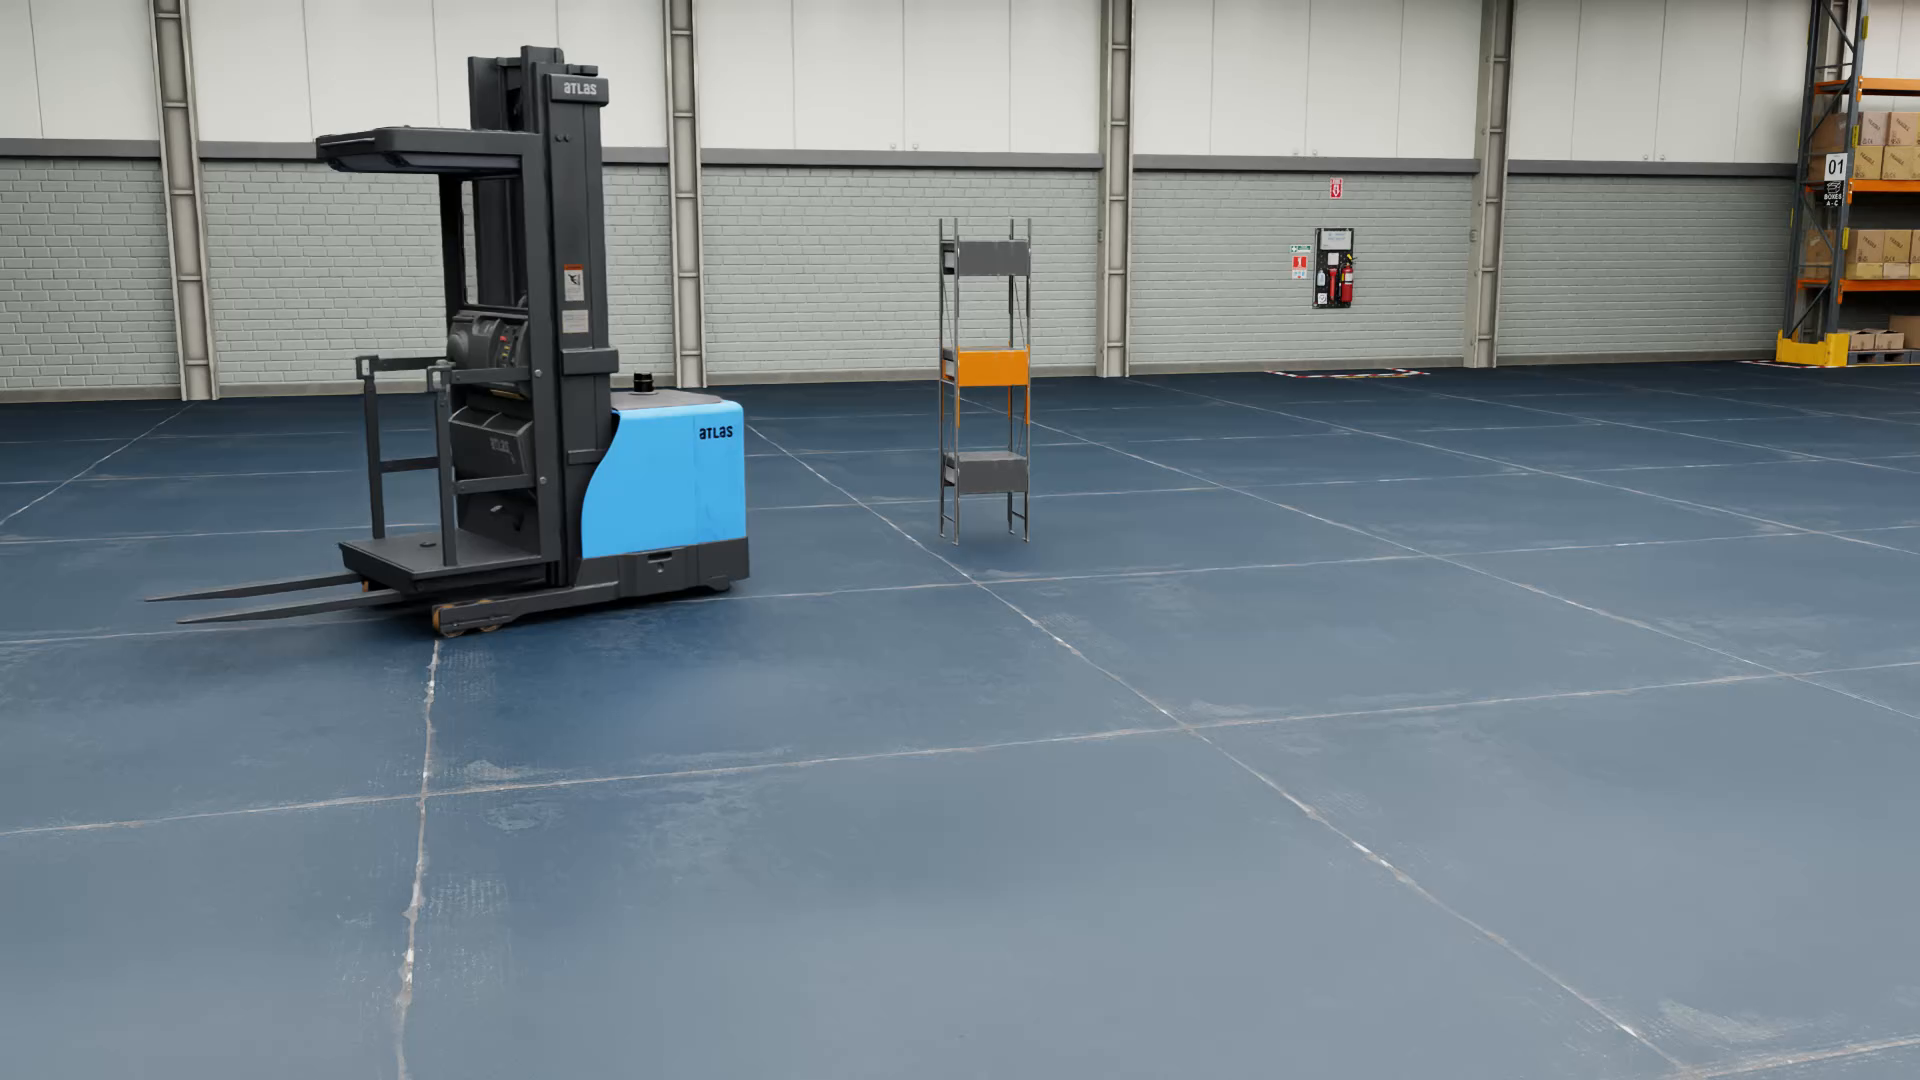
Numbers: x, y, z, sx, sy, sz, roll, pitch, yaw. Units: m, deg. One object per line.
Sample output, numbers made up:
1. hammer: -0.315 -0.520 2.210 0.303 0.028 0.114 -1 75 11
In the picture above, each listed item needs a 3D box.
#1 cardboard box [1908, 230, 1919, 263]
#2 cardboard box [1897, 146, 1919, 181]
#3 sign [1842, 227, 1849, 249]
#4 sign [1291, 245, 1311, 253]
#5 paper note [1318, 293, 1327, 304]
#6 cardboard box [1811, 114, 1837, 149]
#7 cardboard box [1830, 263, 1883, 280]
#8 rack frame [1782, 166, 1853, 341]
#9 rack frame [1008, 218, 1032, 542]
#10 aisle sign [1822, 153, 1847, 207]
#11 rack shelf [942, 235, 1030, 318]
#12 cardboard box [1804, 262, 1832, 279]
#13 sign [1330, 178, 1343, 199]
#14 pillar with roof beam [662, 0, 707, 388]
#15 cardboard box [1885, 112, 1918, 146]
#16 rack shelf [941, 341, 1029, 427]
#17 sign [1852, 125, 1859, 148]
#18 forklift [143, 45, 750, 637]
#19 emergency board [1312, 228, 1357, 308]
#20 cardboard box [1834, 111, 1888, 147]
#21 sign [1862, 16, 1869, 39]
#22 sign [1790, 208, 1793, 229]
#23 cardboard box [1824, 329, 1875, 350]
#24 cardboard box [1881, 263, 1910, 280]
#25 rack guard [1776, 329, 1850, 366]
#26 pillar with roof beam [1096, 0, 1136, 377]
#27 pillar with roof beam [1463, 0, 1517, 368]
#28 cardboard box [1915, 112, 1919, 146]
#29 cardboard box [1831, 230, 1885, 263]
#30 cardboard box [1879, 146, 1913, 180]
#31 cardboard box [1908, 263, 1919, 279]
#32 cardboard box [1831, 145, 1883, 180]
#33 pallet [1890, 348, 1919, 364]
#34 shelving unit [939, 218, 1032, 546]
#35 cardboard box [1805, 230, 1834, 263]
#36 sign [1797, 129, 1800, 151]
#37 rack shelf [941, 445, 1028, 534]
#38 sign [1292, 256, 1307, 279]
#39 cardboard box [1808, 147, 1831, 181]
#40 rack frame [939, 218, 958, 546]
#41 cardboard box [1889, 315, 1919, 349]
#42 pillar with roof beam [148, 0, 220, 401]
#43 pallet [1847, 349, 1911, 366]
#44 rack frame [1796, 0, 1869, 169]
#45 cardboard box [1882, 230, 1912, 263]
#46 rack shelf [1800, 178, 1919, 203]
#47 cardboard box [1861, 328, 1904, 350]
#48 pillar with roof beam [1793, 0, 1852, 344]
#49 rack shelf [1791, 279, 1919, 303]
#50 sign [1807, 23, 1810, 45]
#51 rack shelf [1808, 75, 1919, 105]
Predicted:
1. cardboard box: 14.785 -4.565 25.846 0.500 0.500 0.500 -3 11 -18
2. cardboard box: 14.682 -5.796 25.626 0.500 0.500 0.500 -2 11 -13
3. sign: 13.420 -4.571 25.202 0.005 0.325 0.100 -3 11 -16
4. sign: 5.001 -4.270 24.396 0.331 0.109 0.001 -3 11 -16
5. paper note: 5.365 -3.573 24.605 0.142 0.148 0.016 -3 11 -16
6. cardboard box: 13.609 -6.333 25.785 0.500 0.500 0.500 -3 11 -13
7. cardboard box: 13.825 -4.145 25.639 0.500 0.250 0.500 -3 11 -18
8. rack frame: 13.268 -4.240 25.792 0.127 3.000 1.000 -3 11 -16
9. rack frame: 0.393 -1.053 10.969 0.015 2.100 0.400 -3 11 -16
10. aisle sign: 13.283 -5.463 25.254 0.004 0.787 0.394 -3 11 -16
11. rack shelf: 0.159 -1.716 10.778 0.480 0.518 0.431 -3 11 -16
12. cardboard box: 13.662 -4.233 26.116 0.500 0.250 0.500 -3 11 -15
13. sign: 5.518 -5.161 24.391 0.199 0.298 0.001 -3 11 -16
14. pillar with roof beam: -2.381 -5.717 17.246 0.400 9.000 9.100 -3 11 -16
15. cardboard box: 14.201 -6.260 25.386 0.500 0.500 0.500 -3 11 -17
16. rack shelf: 0.159 -1.028 10.904 0.480 0.518 0.431 -3 11 -16
17. sign: 13.420 -6.051 24.929 0.005 0.325 0.100 -3 11 -16
18. forklift: -2.667 -1.058 8.698 3.031 2.935 1.130 -8 13 -38
19. emergency board: 5.554 -4.004 24.509 0.643 1.169 0.194 -3 11 -16
20. cardboard box: 13.706 -6.243 25.296 0.500 0.500 0.500 -4 11 -20
21. sign: 13.419 -7.594 24.645 0.005 0.325 0.100 -3 11 -16
22. sign: 13.132 -5.062 26.189 0.005 0.325 0.100 -3 11 -16
23. cardboard box: 13.957 -3.153 26.101 0.500 0.311 0.500 -4 11 -22
24. cardboard box: 14.320 -4.174 25.795 0.500 0.250 0.500 -3 11 -18
25. rack guard: 13.341 -3.014 26.040 0.348 0.500 1.175 -3 11 -16
26. pillar with roof beam: 3.380 -6.020 18.895 0.400 9.000 9.100 -3 11 -16
27. pillar with roof beam: 9.141 -6.324 20.544 0.400 9.000 9.100 -3 11 -16
28. cardboard box: 14.690 -6.288 25.538 0.500 0.500 0.500 -3 11 -14
29. cardboard box: 13.810 -4.517 25.584 0.500 0.500 0.500 -3 11 -16
30. cardboard box: 14.184 -5.769 25.480 0.500 0.500 0.500 -2 11 -12
31. cardboard box: 14.810 -4.199 25.929 0.500 0.250 0.500 -3 11 -17
32. cardboard box: 13.659 -5.748 25.366 0.500 0.500 0.500 -3 11 -14
33. pallet: 15.300 -2.968 26.588 1.213 0.211 1.003 -3 11 -16
34. shelving unit: 0.159 -1.041 10.902 0.503 2.100 0.431 -3 11 -16
35. cardboard box: 13.661 -4.606 26.067 0.500 0.500 0.500 -3 11 -17
36. sign: 13.132 -6.248 25.970 0.005 0.325 0.100 -3 11 -16
37. rack shelf: 0.159 -0.339 11.031 0.480 0.518 0.431 -3 11 -16
38. sign: 4.994 -4.011 24.451 0.234 0.329 0.001 -3 11 -16
39. cardboard box: 13.598 -5.839 25.864 0.500 0.500 0.500 -2 11 -12
40. rack frame: -0.075 -1.029 10.835 0.015 2.100 0.400 -3 11 -16
41. cardboard box: 15.223 -3.304 26.395 0.500 0.500 0.700 -4 11 -20
42. pillar with roof beam: -8.142 -5.413 15.596 0.400 9.000 9.100 -3 11 -16
43. pallet: 14.131 -2.907 26.256 1.213 0.211 1.003 -3 11 -16
44. rack frame: 13.268 -7.190 25.249 0.127 3.000 1.000 -3 11 -16
45. cardboard box: 14.287 -4.540 25.710 0.500 0.500 0.500 -3 11 -16
46. rack shelf: 15.188 -5.462 26.136 4.000 0.370 1.077 -3 11 -16
47. cardboard box: 14.505 -3.182 26.258 0.500 0.311 0.500 -2 11 -11
48. pillar with roof beam: 14.901 -6.628 22.193 0.400 9.000 9.100 -3 11 -16
49. rack shelf: 15.188 -3.987 26.407 4.000 0.370 1.077 -3 11 -16
50. sign: 13.132 -7.825 25.680 0.005 0.325 0.100 -3 11 -16
51. rack shelf: 15.188 -6.936 25.865 4.000 0.370 1.077 -3 11 -16
